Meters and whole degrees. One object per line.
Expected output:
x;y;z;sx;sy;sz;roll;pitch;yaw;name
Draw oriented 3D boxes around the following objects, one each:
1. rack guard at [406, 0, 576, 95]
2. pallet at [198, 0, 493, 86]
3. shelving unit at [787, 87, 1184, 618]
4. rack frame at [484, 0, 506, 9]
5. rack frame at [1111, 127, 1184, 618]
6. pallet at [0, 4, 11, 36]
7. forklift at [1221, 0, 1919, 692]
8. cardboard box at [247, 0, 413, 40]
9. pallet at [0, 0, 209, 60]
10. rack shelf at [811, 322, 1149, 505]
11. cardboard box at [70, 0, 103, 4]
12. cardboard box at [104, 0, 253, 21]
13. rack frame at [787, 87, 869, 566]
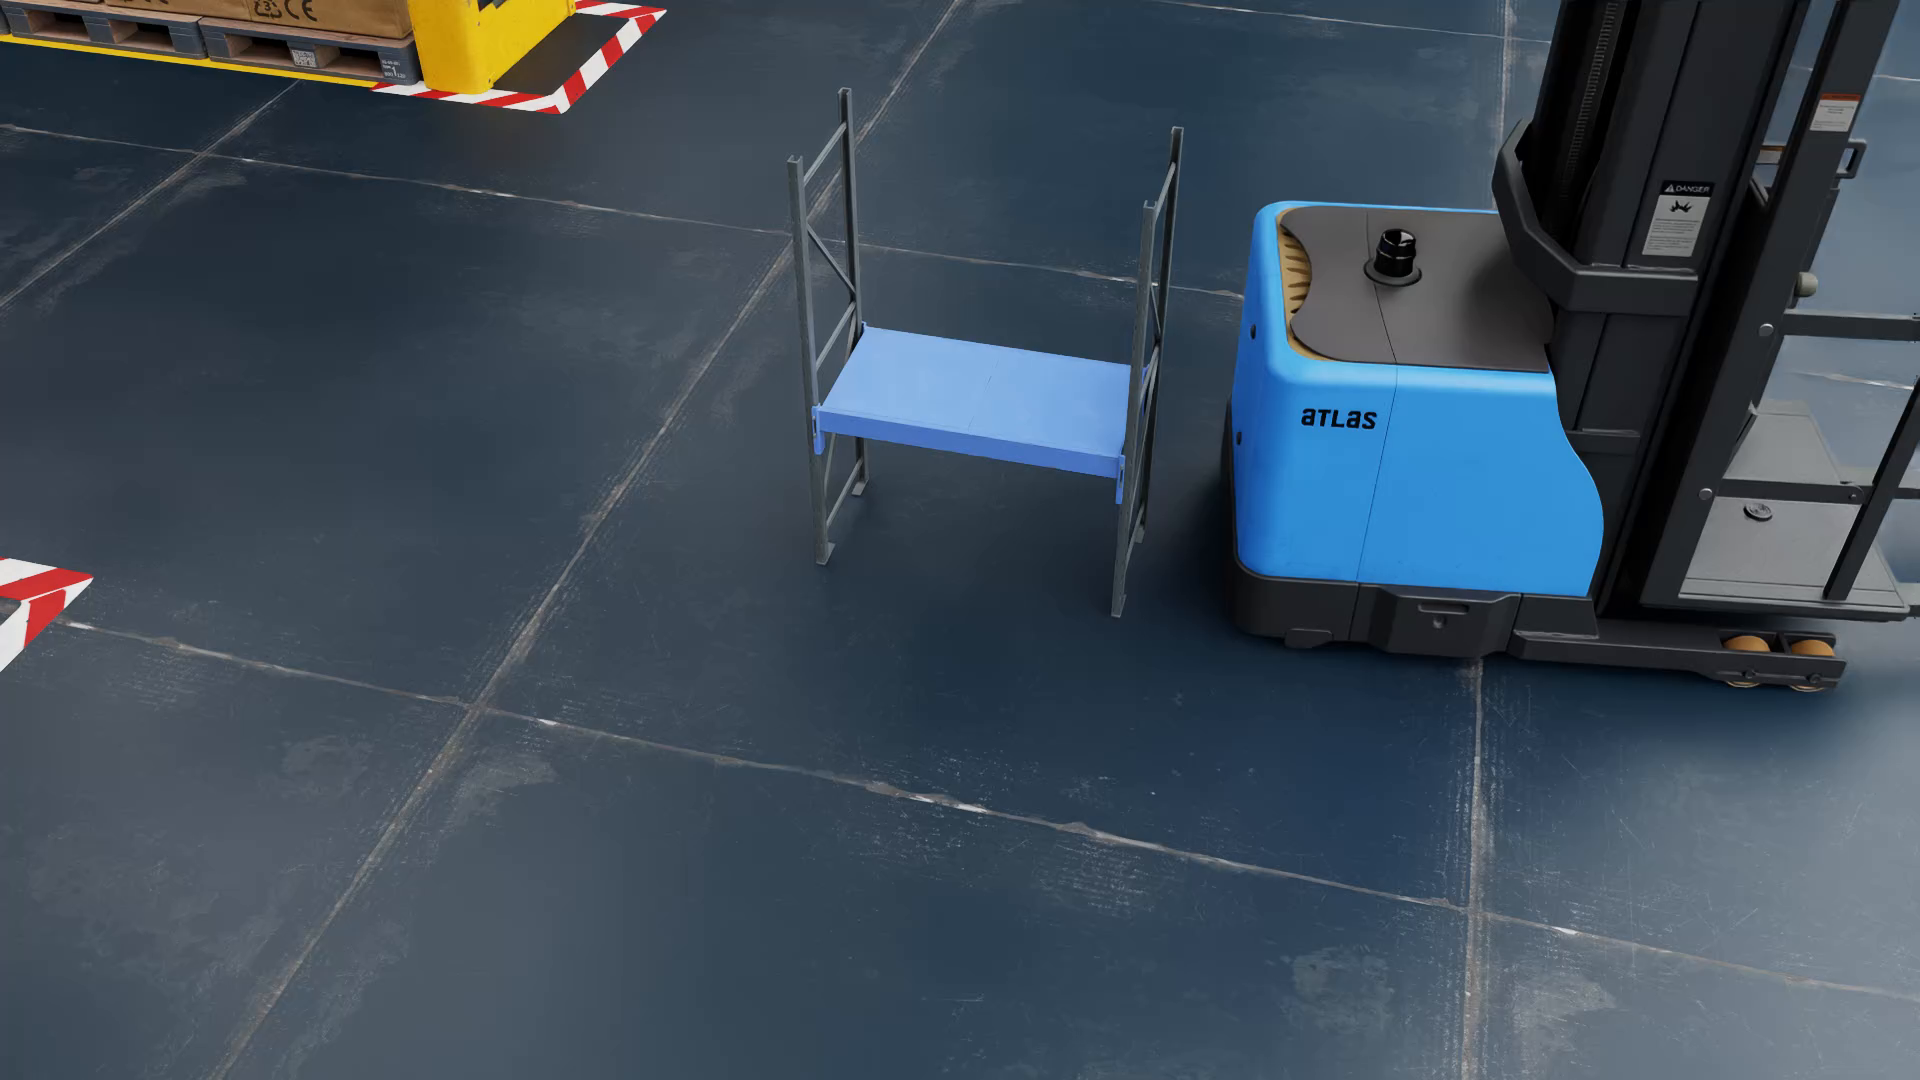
-2.440;-2.833;8.734;0.348;0.500;1.175;10;41;11;rack guard
-3.256;-2.810;8.932;1.213;0.211;1.003;10;41;11;pallet
0.082;-0.560;5.251;1.048;1.500;0.538;10;41;11;shelving unit
-2.463;-3.794;7.935;0.127;3.000;1.000;10;41;11;rack frame
0.573;-0.476;5.150;0.032;1.500;0.500;10;41;11;rack frame
-5.613;-3.216;9.415;1.213;0.211;1.003;10;41;11;pallet
2.408;-1.010;4.673;3.031;2.935;1.130;4;40;4;forklift
-3.135;-3.213;8.569;0.875;0.875;0.875;10;41;12;cardboard box
-4.431;-3.015;9.175;1.213;0.211;1.003;10;41;11;pallet
0.082;-0.422;5.366;1.000;0.185;0.538;10;41;11;rack shelf
-4.866;-3.511;8.923;0.875;0.875;0.875;10;41;12;cardboard box
-3.986;-3.358;8.741;0.875;0.875;0.875;9;41;11;cardboard box
-0.409;-0.645;5.351;0.032;1.500;0.500;10;41;11;rack frame
